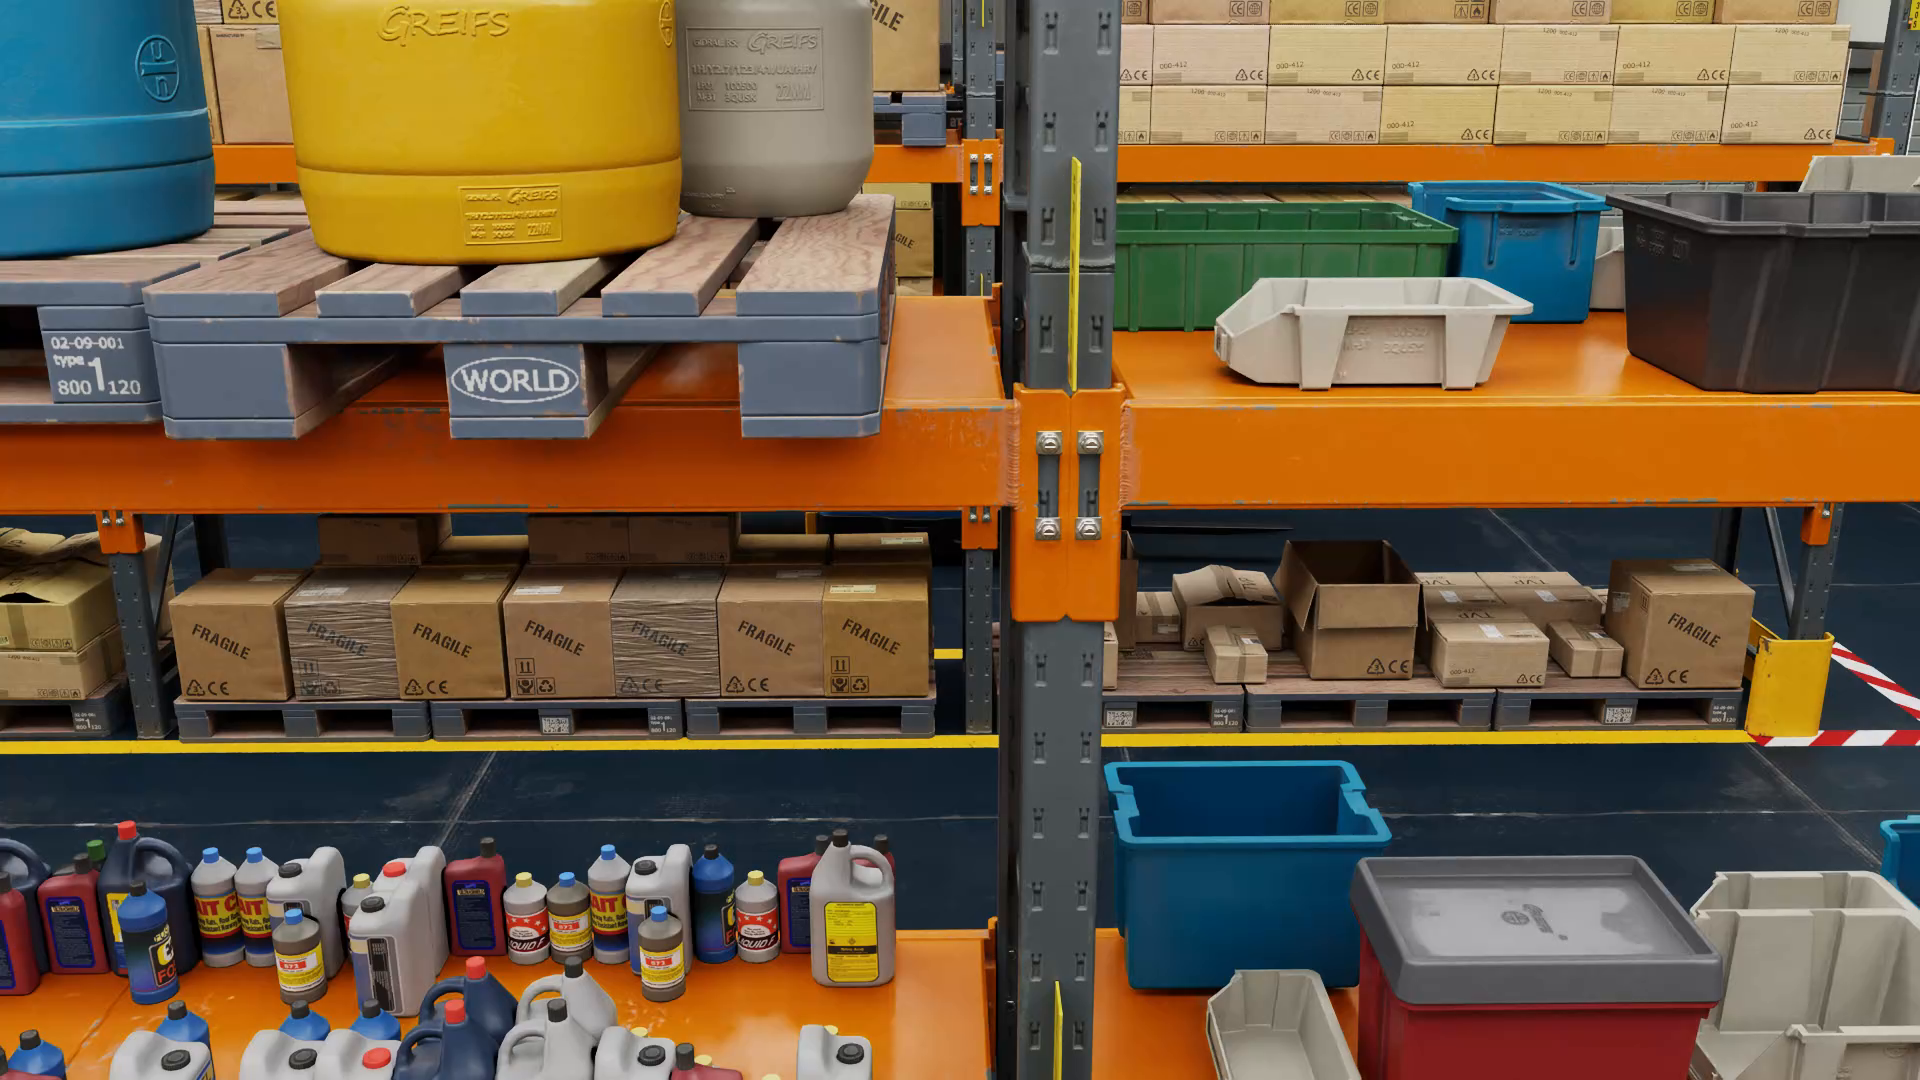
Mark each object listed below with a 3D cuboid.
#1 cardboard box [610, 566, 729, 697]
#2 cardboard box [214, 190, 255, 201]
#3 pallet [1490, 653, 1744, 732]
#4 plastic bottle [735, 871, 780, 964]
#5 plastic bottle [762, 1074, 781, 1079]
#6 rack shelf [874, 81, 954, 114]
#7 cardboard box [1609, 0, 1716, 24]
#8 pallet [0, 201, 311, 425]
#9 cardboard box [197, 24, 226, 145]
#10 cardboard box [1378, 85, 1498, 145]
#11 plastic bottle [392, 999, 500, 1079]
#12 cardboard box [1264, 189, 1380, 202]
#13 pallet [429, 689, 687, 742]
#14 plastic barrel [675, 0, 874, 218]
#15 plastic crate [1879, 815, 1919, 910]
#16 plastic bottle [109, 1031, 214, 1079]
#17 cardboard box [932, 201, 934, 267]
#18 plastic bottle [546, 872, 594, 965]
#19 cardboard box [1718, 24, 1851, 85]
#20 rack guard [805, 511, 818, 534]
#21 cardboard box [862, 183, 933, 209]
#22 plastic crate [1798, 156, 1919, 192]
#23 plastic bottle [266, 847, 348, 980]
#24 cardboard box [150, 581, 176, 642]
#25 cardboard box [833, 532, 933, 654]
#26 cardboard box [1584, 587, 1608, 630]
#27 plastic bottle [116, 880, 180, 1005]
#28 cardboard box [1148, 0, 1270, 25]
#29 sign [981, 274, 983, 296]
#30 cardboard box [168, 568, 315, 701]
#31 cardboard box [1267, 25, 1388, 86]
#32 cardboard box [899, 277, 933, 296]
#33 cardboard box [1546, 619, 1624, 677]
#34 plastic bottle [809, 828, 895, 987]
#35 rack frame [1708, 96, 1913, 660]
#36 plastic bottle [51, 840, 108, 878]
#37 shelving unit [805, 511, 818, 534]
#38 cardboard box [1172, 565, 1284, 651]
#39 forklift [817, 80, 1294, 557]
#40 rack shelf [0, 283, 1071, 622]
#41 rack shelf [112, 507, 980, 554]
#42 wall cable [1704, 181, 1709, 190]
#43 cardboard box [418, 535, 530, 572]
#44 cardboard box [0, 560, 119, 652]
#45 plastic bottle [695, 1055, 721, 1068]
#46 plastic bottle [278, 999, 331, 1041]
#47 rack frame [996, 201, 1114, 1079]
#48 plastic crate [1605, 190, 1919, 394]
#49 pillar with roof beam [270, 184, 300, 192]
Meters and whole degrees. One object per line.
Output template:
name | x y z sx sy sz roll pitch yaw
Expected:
cardboard box | -1.401 0.441 8.134 0.500 0.500 0.500 0 18 0
cardboard box | -5.713 -2.364 12.624 0.500 0.500 0.700 0 18 -1
pallet | 3.210 0.681 8.579 1.213 0.211 1.003 0 18 -1
plastic bottle | -0.463 0.854 3.800 0.097 0.201 0.097 0 18 0
plastic bottle | -0.346 1.085 3.079 0.097 0.201 0.097 0 18 0
rack shelf | -1.998 -3.221 12.444 4.000 0.370 1.077 0 18 -1
cardboard box | 3.069 -2.619 7.590 0.500 0.500 0.700 0 18 -1
pallet | -1.758 -0.417 2.836 1.213 0.211 1.003 0 18 -1
cardboard box | -3.480 -2.101 7.612 0.500 0.500 0.910 0 18 -1
cardboard box | 2.074 -1.922 7.464 0.500 0.250 0.500 0 18 -1
plastic bottle | -0.940 1.010 3.070 0.185 0.351 0.144 0 18 -1
cardboard box | 2.764 -2.294 12.798 0.700 0.700 0.980 0 18 -1
pallet | -1.952 0.718 8.463 1.213 0.211 1.003 0 18 -1
plastic barrel | -0.372 -0.886 3.078 0.433 0.535 0.433 0 18 0
plastic crate | 2.289 0.821 3.752 0.300 0.233 0.416 0 18 -1
plastic bottle | -1.467 1.047 3.077 0.135 0.276 0.152 0 18 -1
cardboard box | -0.462 -2.418 12.992 0.500 0.500 0.500 -1 18 -3
plastic bottle | -0.890 0.856 3.794 0.097 0.201 0.097 0 18 0
cardboard box | 3.574 -2.166 7.405 0.500 0.250 0.500 0 18 -1
rack guard | -0.948 -0.147 11.096 0.087 0.250 0.587 1 18 3
cardboard box | -0.461 -2.620 12.394 0.500 0.250 0.500 0 18 0
plastic crate | 1.937 -0.594 3.271 0.530 0.282 0.437 0 18 -1
plastic bottle | -1.468 0.832 3.748 0.135 0.276 0.152 0 18 -1
cardboard box | -4.444 0.410 8.674 0.500 0.250 0.500 0 18 -1
cardboard box | -0.404 0.277 8.646 0.500 0.500 0.500 -1 18 -3
cardboard box | 3.409 0.387 8.849 0.250 0.166 0.380 0 18 -1
plastic bottle | -1.777 0.871 3.633 0.097 0.271 0.097 0 18 0
cardboard box | 1.072 -2.557 7.397 0.500 0.500 0.700 0 18 -1
sign | 0.096 -1.014 7.401 0.005 0.325 0.100 0 18 -1
cardboard box | -3.456 0.453 8.096 0.500 0.500 0.500 0 18 1
cardboard box | 1.574 -2.155 7.371 0.500 0.250 0.500 0 18 -1
cardboard box | -0.332 -1.947 12.584 0.250 0.149 0.380 0 18 0
cardboard box | 3.137 0.541 8.369 0.250 0.166 0.380 0 18 -1
plastic bottle | -0.239 0.807 3.701 0.185 0.351 0.144 0 18 -1
rack frame | 4.083 -0.651 8.167 0.127 3.000 1.000 0 18 -1
plastic bottle | -1.982 0.817 3.782 0.133 0.283 0.061 0 18 -1
shelving unit | -1.445 -0.751 10.933 1.083 1.500 0.587 1 18 3
cardboard box | 1.399 0.346 8.740 0.500 0.311 0.500 0 18 -1
forklift | 0.628 -1.384 10.563 3.031 2.935 1.130 1 18 3
rack shelf | -1.841 -0.195 3.012 4.000 0.370 1.077 0 18 -1
rack shelf | -1.916 -0.280 8.186 4.000 0.370 1.077 0 18 -1
wall cable | 5.267 -2.943 13.648 1.851 1.984 0.084 0 18 -1
cardboard box | -2.467 0.290 8.606 0.500 0.500 0.500 -1 18 -3
cardboard box | -4.435 0.307 8.074 0.500 0.311 0.500 0 18 1
plastic bottle | -0.480 1.067 3.135 0.097 0.201 0.097 0 18 0
plastic bottle | -1.255 1.010 3.200 0.097 0.271 0.097 0 18 0
rack frame | 0.158 0.881 3.390 0.127 3.000 1.000 0 18 -1
plastic crate | 1.405 -0.407 2.710 0.590 0.269 0.497 0 18 -1
pillar with roof beam | -5.243 -3.925 8.552 0.400 9.000 9.100 0 18 -1
